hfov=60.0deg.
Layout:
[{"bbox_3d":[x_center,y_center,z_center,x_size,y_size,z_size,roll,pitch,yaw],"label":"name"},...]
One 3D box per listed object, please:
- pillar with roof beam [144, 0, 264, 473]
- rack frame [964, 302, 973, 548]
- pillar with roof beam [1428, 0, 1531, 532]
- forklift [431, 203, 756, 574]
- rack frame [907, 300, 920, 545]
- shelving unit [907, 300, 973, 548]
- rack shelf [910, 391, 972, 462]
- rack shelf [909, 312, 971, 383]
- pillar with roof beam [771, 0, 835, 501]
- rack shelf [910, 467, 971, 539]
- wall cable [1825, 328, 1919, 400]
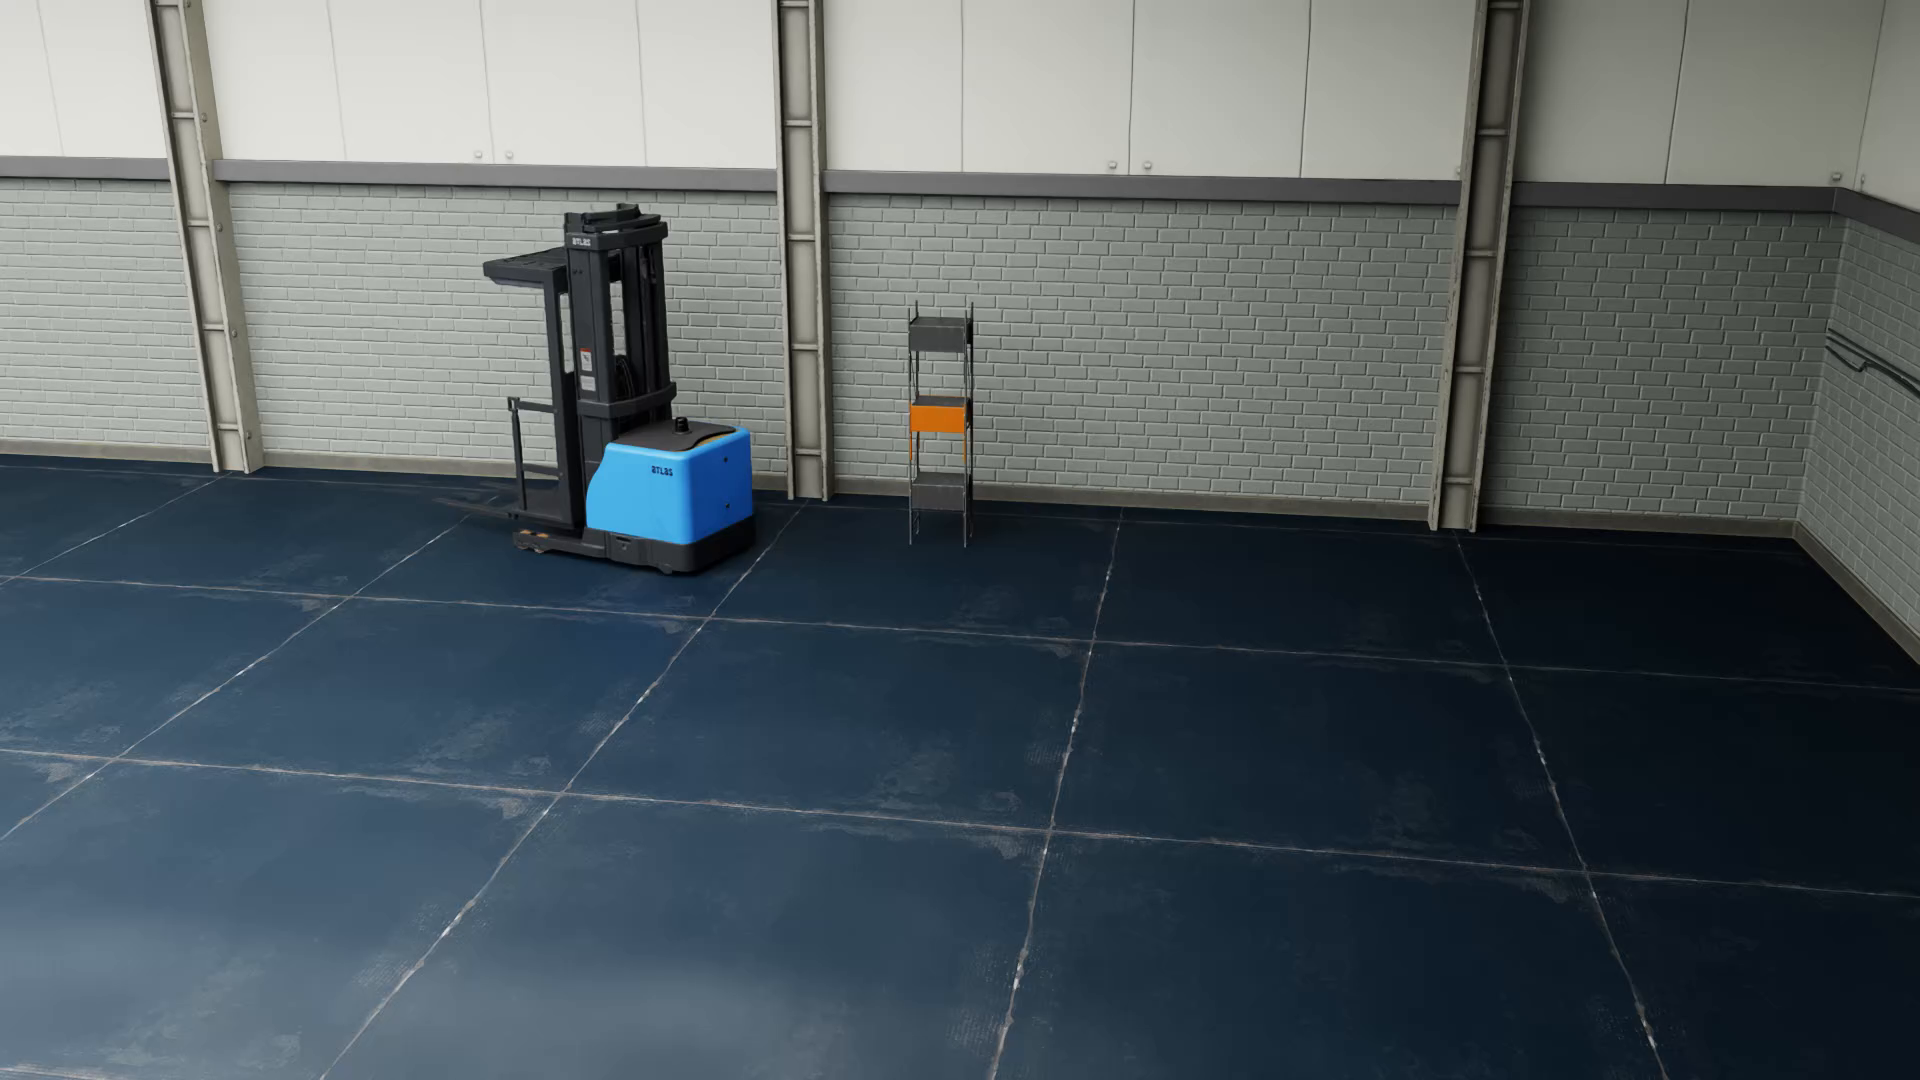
[{"bbox_3d":[-8.042,-3.651,11.533,0.400,9.000,9.100,3,19,9],"label":"pillar with roof beam"},{"bbox_3d":[0.077,-0.992,14.458,0.015,2.100,0.400,3,19,9],"label":"rack frame"},{"bbox_3d":[3.806,-3.047,9.728,0.400,9.000,9.100,3,19,9],"label":"pillar with roof beam"},{"bbox_3d":[-3.336,-1.414,14.411,3.031,2.935,1.130,9,21,26],"label":"forklift"},{"bbox_3d":[-0.404,-1.016,14.532,0.015,2.100,0.400,3,19,9],"label":"rack frame"},{"bbox_3d":[-0.163,-1.004,14.495,0.503,2.100,0.431,3,19,9],"label":"shelving unit"},{"bbox_3d":[-0.163,-0.991,14.499,0.480,0.518,0.431,3,19,9],"label":"rack shelf"},{"bbox_3d":[-0.163,-1.655,14.277,0.480,0.518,0.431,3,19,9],"label":"rack shelf"},{"bbox_3d":[-2.118,-3.349,10.630,0.400,9.000,9.100,3,19,9],"label":"pillar with roof beam"},{"bbox_3d":[-0.163,-0.327,14.721,0.480,0.518,0.431,3,19,9],"label":"rack shelf"},{"bbox_3d":[7.188,-2.361,12.570,0.112,2.526,3.097,3,19,9],"label":"wall cable"}]
